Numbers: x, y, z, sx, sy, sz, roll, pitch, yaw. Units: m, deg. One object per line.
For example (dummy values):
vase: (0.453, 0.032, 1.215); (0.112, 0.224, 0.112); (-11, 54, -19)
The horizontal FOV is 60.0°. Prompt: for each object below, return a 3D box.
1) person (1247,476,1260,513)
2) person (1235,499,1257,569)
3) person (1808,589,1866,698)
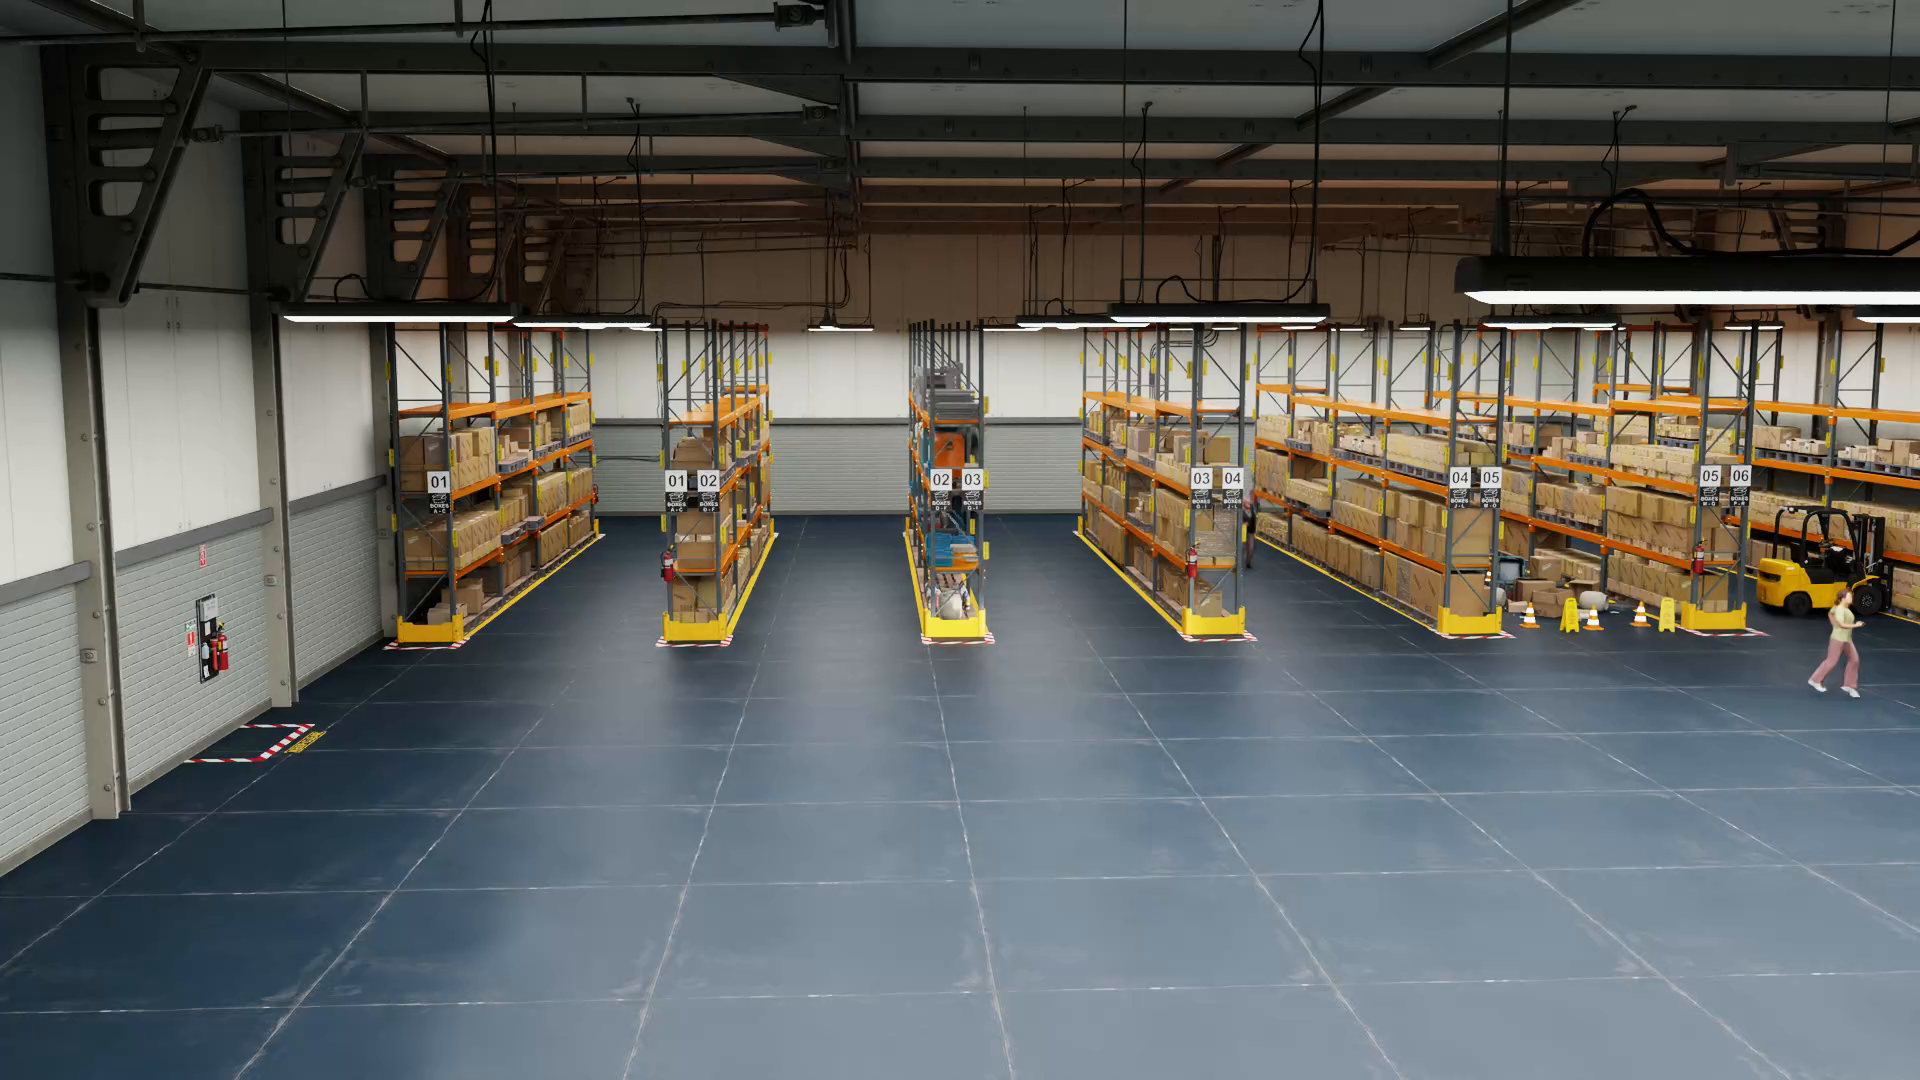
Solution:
person: (8.742, -1.106, 49.029); (0.820, 1.577, 0.574); (1, 7, 12)
person: (7.022, -0.169, 40.880); (0.665, 1.693, 0.775); (-2, 7, -15)
person: (13.945, 1.635, 26.418); (0.780, 1.737, 0.564); (6, 10, 42)
